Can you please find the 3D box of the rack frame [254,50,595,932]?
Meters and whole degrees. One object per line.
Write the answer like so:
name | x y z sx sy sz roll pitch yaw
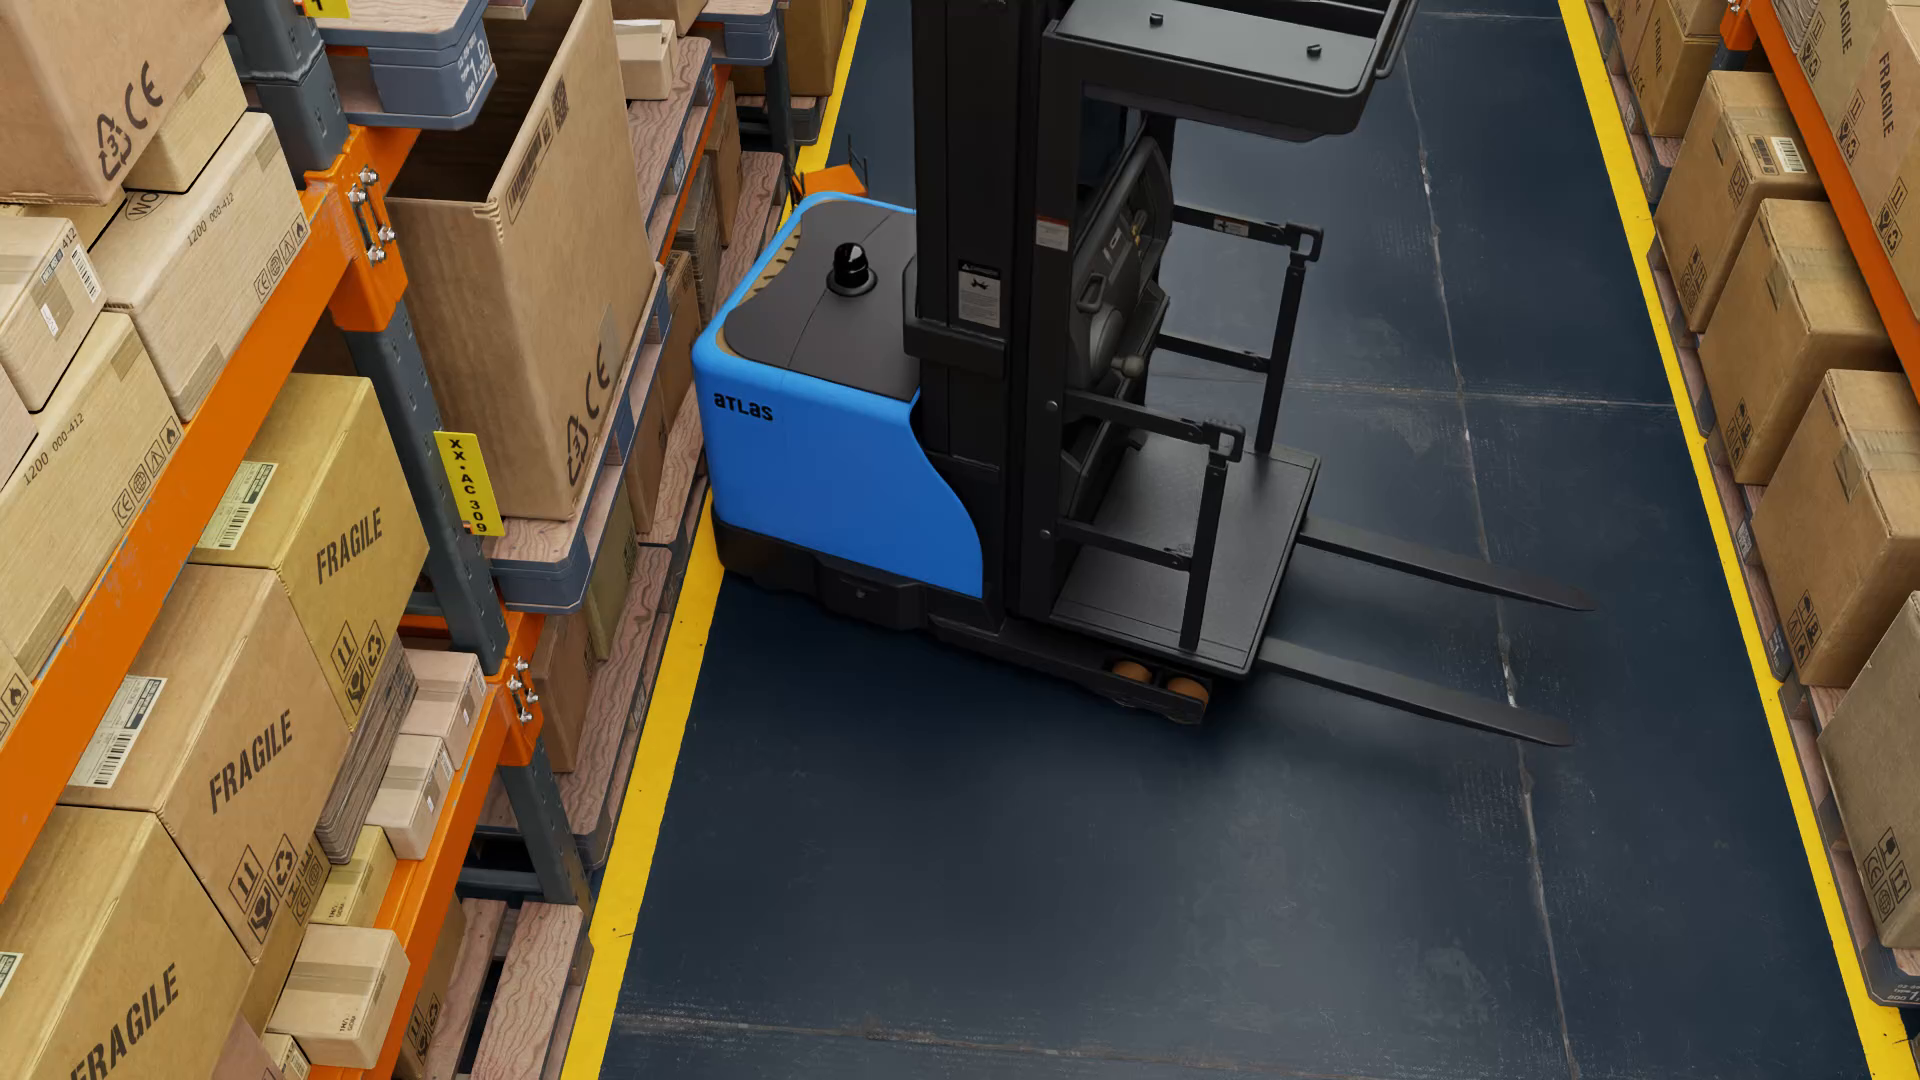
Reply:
rack frame | -1.646 0.138 4.091 1.000 3.000 0.127 4 48 4

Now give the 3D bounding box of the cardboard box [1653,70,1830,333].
cardboard box | 3.504 -1.334 6.678 1.050 0.750 0.750 3 48 3

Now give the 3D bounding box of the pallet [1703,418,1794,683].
pallet | 3.388 0.016 6.092 1.003 0.211 1.213 4 48 4

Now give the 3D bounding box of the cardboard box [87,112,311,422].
cardboard box | -1.428 -0.471 2.717 0.500 0.250 0.500 5 48 5

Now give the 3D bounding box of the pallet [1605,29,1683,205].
pallet | 3.721 -2.026 7.960 1.003 0.211 1.213 4 48 4

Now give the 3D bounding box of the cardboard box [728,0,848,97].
cardboard box | -1.198 -2.731 7.871 1.225 0.875 0.875 2 48 2

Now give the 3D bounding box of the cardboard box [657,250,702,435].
cardboard box | -1.405 -0.787 6.333 0.700 0.500 0.500 7 48 7

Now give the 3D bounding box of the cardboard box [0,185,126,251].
cardboard box | -1.503 -0.509 2.482 0.380 0.149 0.250 4 48 4

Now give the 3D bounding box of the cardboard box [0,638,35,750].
cardboard box | -1.527 0.287 2.024 0.500 0.250 0.500 4 48 3

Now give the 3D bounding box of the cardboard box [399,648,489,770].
cardboard box | -1.373 0.401 4.021 0.380 0.149 0.250 4 48 4

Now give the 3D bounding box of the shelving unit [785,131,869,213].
shelving unit | -0.488 -1.067 6.509 0.252 1.050 0.215 -17 48 -14

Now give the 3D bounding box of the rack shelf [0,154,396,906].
rack shelf | -1.828 0.838 1.905 1.077 0.370 4.000 4 48 4

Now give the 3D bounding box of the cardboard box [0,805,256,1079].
cardboard box | -1.504 0.751 2.584 0.500 0.500 0.500 4 48 4

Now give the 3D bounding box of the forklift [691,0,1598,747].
forklift | 0.679 -0.810 5.005 3.031 2.935 1.130 16 50 14

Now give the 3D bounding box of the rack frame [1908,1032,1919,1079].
rack frame | 3.284 0.546 3.718 1.000 3.000 0.127 4 48 4

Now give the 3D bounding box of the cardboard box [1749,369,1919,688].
cardboard box | 3.343 -0.007 5.464 1.050 0.750 0.750 4 48 4

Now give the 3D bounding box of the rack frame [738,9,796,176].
rack frame | -1.282 -2.801 6.779 1.000 3.000 0.127 4 48 4

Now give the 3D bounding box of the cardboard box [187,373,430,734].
cardboard box | -1.413 0.016 3.256 0.500 0.500 0.500 4 48 4

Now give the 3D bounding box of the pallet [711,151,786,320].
pallet | -1.354 -1.286 7.283 1.003 0.211 1.213 4 48 4

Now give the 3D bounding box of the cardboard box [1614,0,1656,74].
cardboard box | 3.499 -2.574 7.981 0.500 0.500 0.500 6 48 5

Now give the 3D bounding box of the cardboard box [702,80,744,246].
cardboard box | -1.323 -1.612 7.088 0.700 0.500 0.500 2 48 1

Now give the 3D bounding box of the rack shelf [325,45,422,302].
rack shelf | -1.464 -2.101 4.593 1.077 0.370 4.000 4 48 4

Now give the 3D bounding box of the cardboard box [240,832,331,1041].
cardboard box | -1.829 0.696 3.311 0.875 0.500 0.500 4 48 4

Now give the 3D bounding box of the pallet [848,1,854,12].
pallet | -1.021 -3.328 9.151 1.003 0.211 1.213 4 48 4

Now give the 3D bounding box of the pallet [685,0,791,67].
pallet | -1.240 -2.205 6.364 1.213 0.211 1.003 4 48 4

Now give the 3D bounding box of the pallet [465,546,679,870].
pallet | -1.577 0.507 5.643 1.003 0.211 1.213 4 48 4

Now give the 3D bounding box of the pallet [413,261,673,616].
pallet | -1.432 -0.349 4.666 1.003 0.211 1.213 4 48 4

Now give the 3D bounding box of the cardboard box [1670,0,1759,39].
cardboard box | 3.450 -2.465 7.373 0.500 0.250 0.500 3 48 3

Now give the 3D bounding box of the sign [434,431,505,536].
sign | -1.105 -0.123 3.743 0.100 0.325 0.005 4 48 4

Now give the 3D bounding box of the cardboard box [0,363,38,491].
cardboard box | -1.439 -0.115 2.121 0.380 0.149 0.250 3 48 2

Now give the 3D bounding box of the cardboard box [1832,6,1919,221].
cardboard box | 3.249 -1.371 5.403 0.500 0.500 0.500 4 48 3

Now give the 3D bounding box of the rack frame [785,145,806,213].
rack frame | -0.601 -1.033 6.478 0.008 1.050 0.200 -17 48 -14

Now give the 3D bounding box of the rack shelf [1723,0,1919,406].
rack shelf | 3.466 -0.681 5.327 1.077 0.370 4.000 4 48 4

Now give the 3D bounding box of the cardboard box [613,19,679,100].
cardboard box | -1.165 -1.654 5.536 0.396 0.266 0.258 3 48 2

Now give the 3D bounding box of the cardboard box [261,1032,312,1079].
cardboard box | -1.554 1.130 3.354 0.380 0.149 0.250 4 48 4

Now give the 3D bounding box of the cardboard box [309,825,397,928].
cardboard box | -1.488 0.764 3.689 0.380 0.149 0.250 4 48 4

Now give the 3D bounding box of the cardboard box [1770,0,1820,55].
cardboard box | 3.339 -2.115 6.084 0.500 0.500 0.500 4 48 4

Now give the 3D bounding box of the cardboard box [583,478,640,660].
cardboard box | -1.506 0.035 5.581 0.700 0.500 0.500 4 48 3
